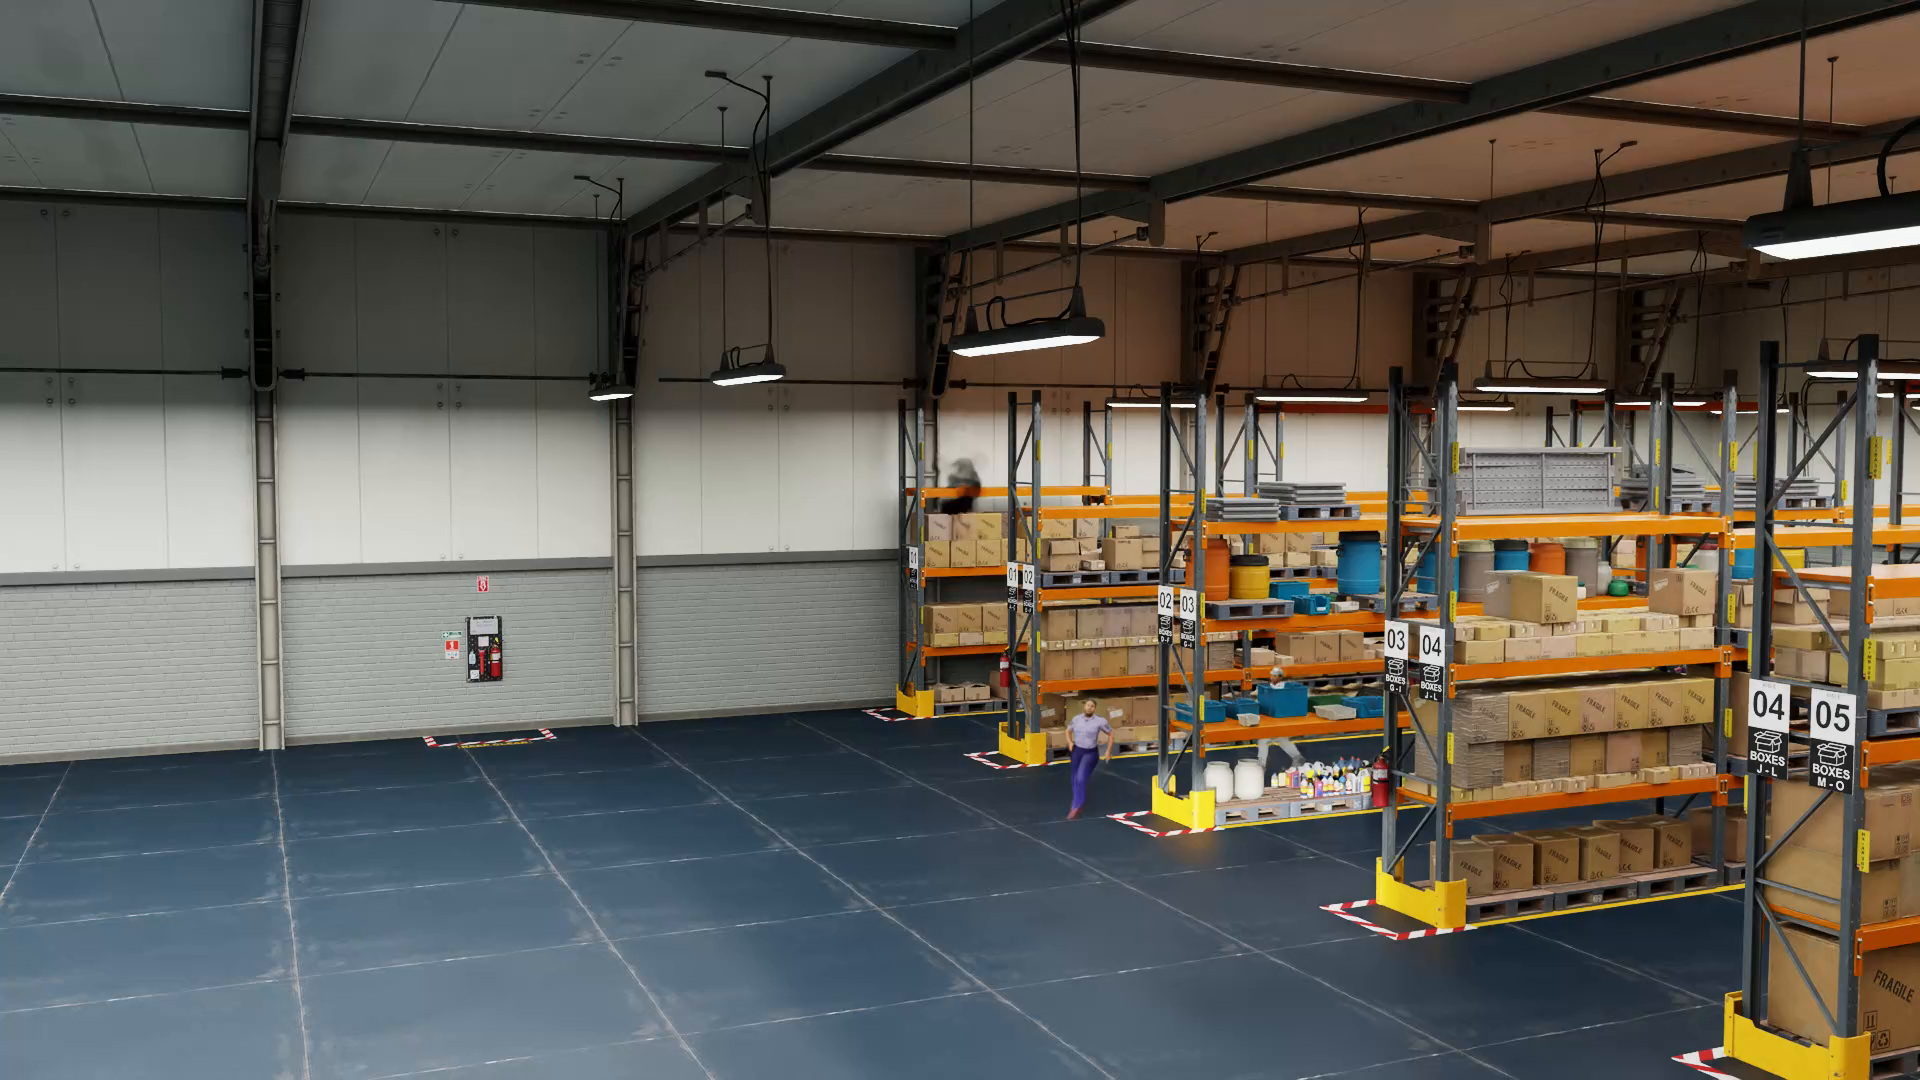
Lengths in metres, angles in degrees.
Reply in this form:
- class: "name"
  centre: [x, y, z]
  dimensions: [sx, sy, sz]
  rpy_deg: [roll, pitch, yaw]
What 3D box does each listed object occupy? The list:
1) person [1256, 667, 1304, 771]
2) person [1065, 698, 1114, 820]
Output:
- class: "person"
  centre: [4.913, 2.801, 25.817]
  dimensions: [0.940, 1.662, 0.603]
  rpy_deg: [-2, 4, -33]
- class: "person"
  centre: [1.737, 3.011, 22.989]
  dimensions: [0.653, 1.662, 0.698]
  rpy_deg: [2, 4, 32]
